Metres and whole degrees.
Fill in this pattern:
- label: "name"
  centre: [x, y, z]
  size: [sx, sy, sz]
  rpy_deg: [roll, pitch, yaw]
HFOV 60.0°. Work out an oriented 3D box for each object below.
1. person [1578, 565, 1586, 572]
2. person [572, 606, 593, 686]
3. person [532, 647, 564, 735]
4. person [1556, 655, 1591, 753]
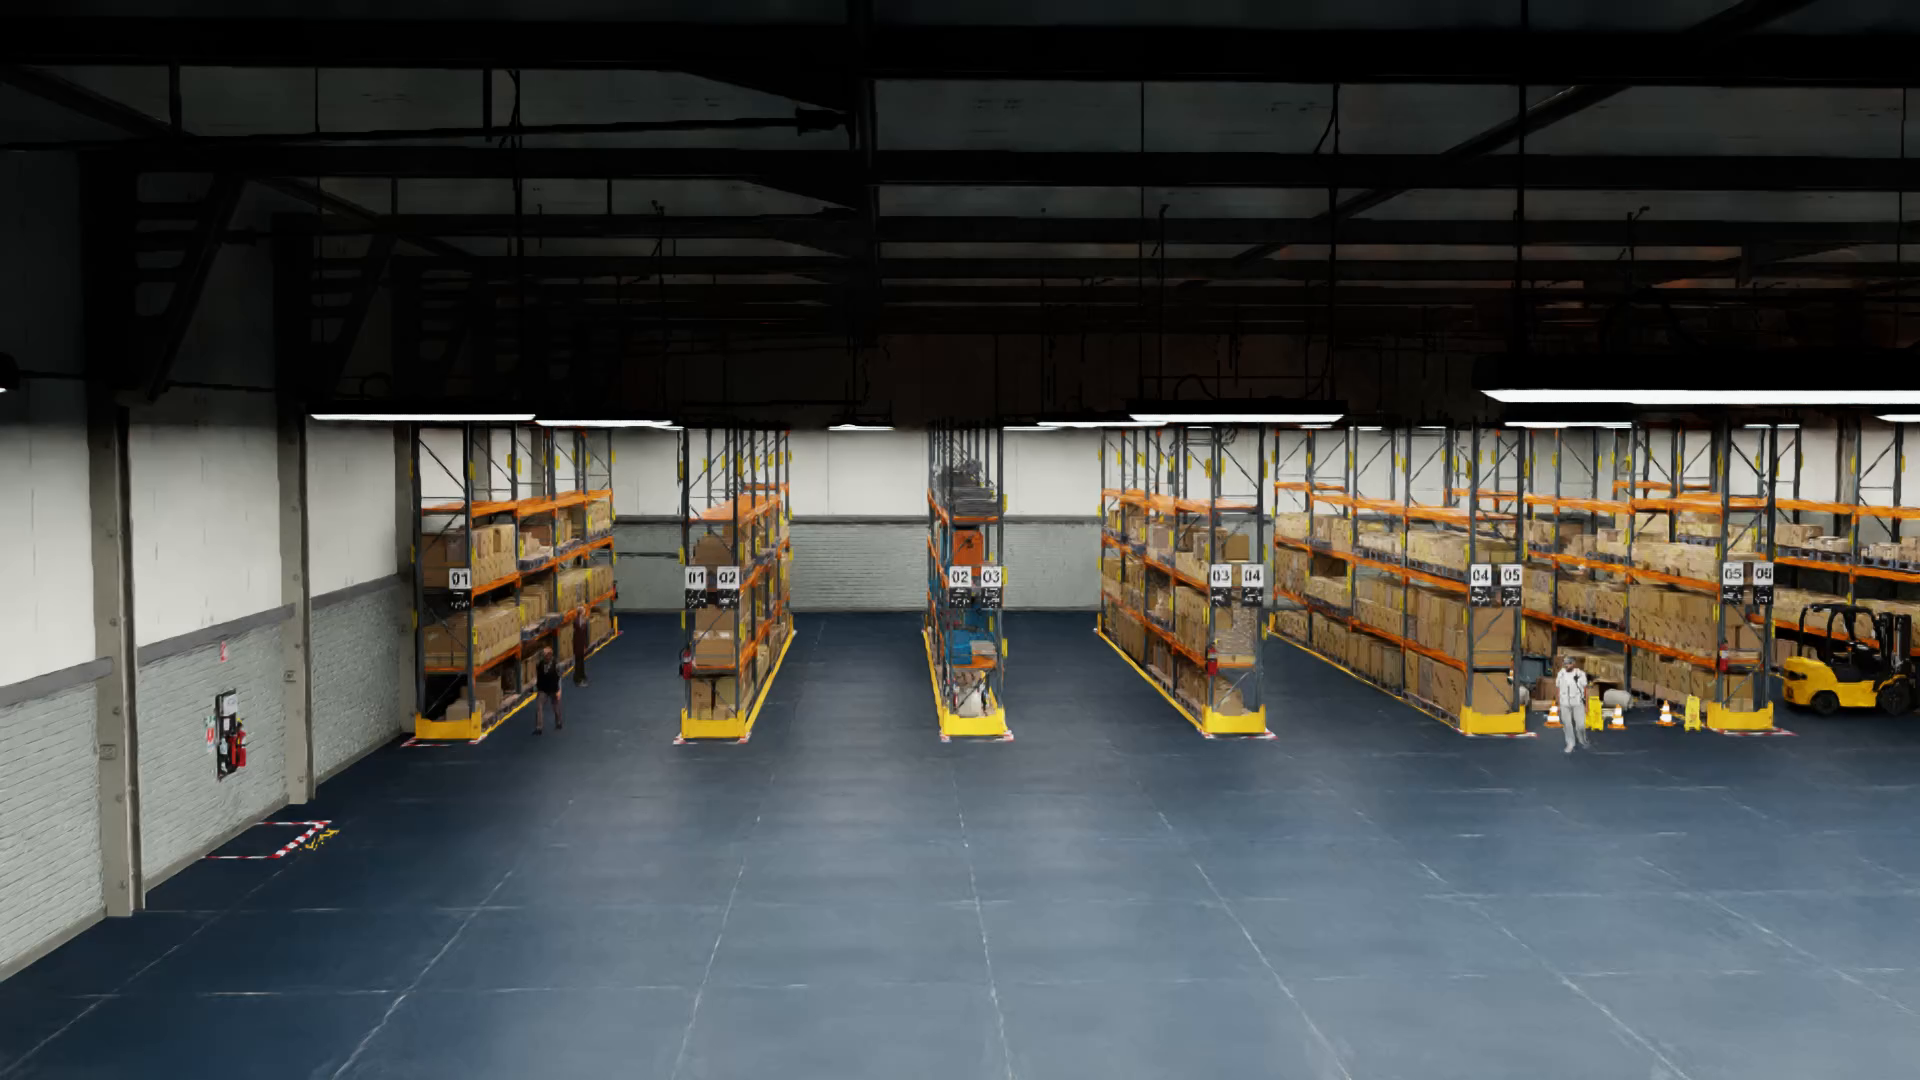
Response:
- label: "person"
  centre: [18.529, 1.605, 49.351]
  size: [0.398, 1.780, 0.651]
  rpy_deg: [-3, 5, -35]
- label: "person"
  centre: [-8.502, 2.368, 37.477]
  size: [0.522, 1.790, 0.653]
  rpy_deg: [-2, 4, -25]
- label: "person"
  centre: [-7.770, 2.831, 31.475]
  size: [0.547, 1.639, 1.110]
  rpy_deg: [0, 4, 0]
- label: "person"
  centre: [10.974, 2.909, 29.735]
  size: [0.599, 1.752, 0.560]
  rpy_deg: [3, 5, 34]
